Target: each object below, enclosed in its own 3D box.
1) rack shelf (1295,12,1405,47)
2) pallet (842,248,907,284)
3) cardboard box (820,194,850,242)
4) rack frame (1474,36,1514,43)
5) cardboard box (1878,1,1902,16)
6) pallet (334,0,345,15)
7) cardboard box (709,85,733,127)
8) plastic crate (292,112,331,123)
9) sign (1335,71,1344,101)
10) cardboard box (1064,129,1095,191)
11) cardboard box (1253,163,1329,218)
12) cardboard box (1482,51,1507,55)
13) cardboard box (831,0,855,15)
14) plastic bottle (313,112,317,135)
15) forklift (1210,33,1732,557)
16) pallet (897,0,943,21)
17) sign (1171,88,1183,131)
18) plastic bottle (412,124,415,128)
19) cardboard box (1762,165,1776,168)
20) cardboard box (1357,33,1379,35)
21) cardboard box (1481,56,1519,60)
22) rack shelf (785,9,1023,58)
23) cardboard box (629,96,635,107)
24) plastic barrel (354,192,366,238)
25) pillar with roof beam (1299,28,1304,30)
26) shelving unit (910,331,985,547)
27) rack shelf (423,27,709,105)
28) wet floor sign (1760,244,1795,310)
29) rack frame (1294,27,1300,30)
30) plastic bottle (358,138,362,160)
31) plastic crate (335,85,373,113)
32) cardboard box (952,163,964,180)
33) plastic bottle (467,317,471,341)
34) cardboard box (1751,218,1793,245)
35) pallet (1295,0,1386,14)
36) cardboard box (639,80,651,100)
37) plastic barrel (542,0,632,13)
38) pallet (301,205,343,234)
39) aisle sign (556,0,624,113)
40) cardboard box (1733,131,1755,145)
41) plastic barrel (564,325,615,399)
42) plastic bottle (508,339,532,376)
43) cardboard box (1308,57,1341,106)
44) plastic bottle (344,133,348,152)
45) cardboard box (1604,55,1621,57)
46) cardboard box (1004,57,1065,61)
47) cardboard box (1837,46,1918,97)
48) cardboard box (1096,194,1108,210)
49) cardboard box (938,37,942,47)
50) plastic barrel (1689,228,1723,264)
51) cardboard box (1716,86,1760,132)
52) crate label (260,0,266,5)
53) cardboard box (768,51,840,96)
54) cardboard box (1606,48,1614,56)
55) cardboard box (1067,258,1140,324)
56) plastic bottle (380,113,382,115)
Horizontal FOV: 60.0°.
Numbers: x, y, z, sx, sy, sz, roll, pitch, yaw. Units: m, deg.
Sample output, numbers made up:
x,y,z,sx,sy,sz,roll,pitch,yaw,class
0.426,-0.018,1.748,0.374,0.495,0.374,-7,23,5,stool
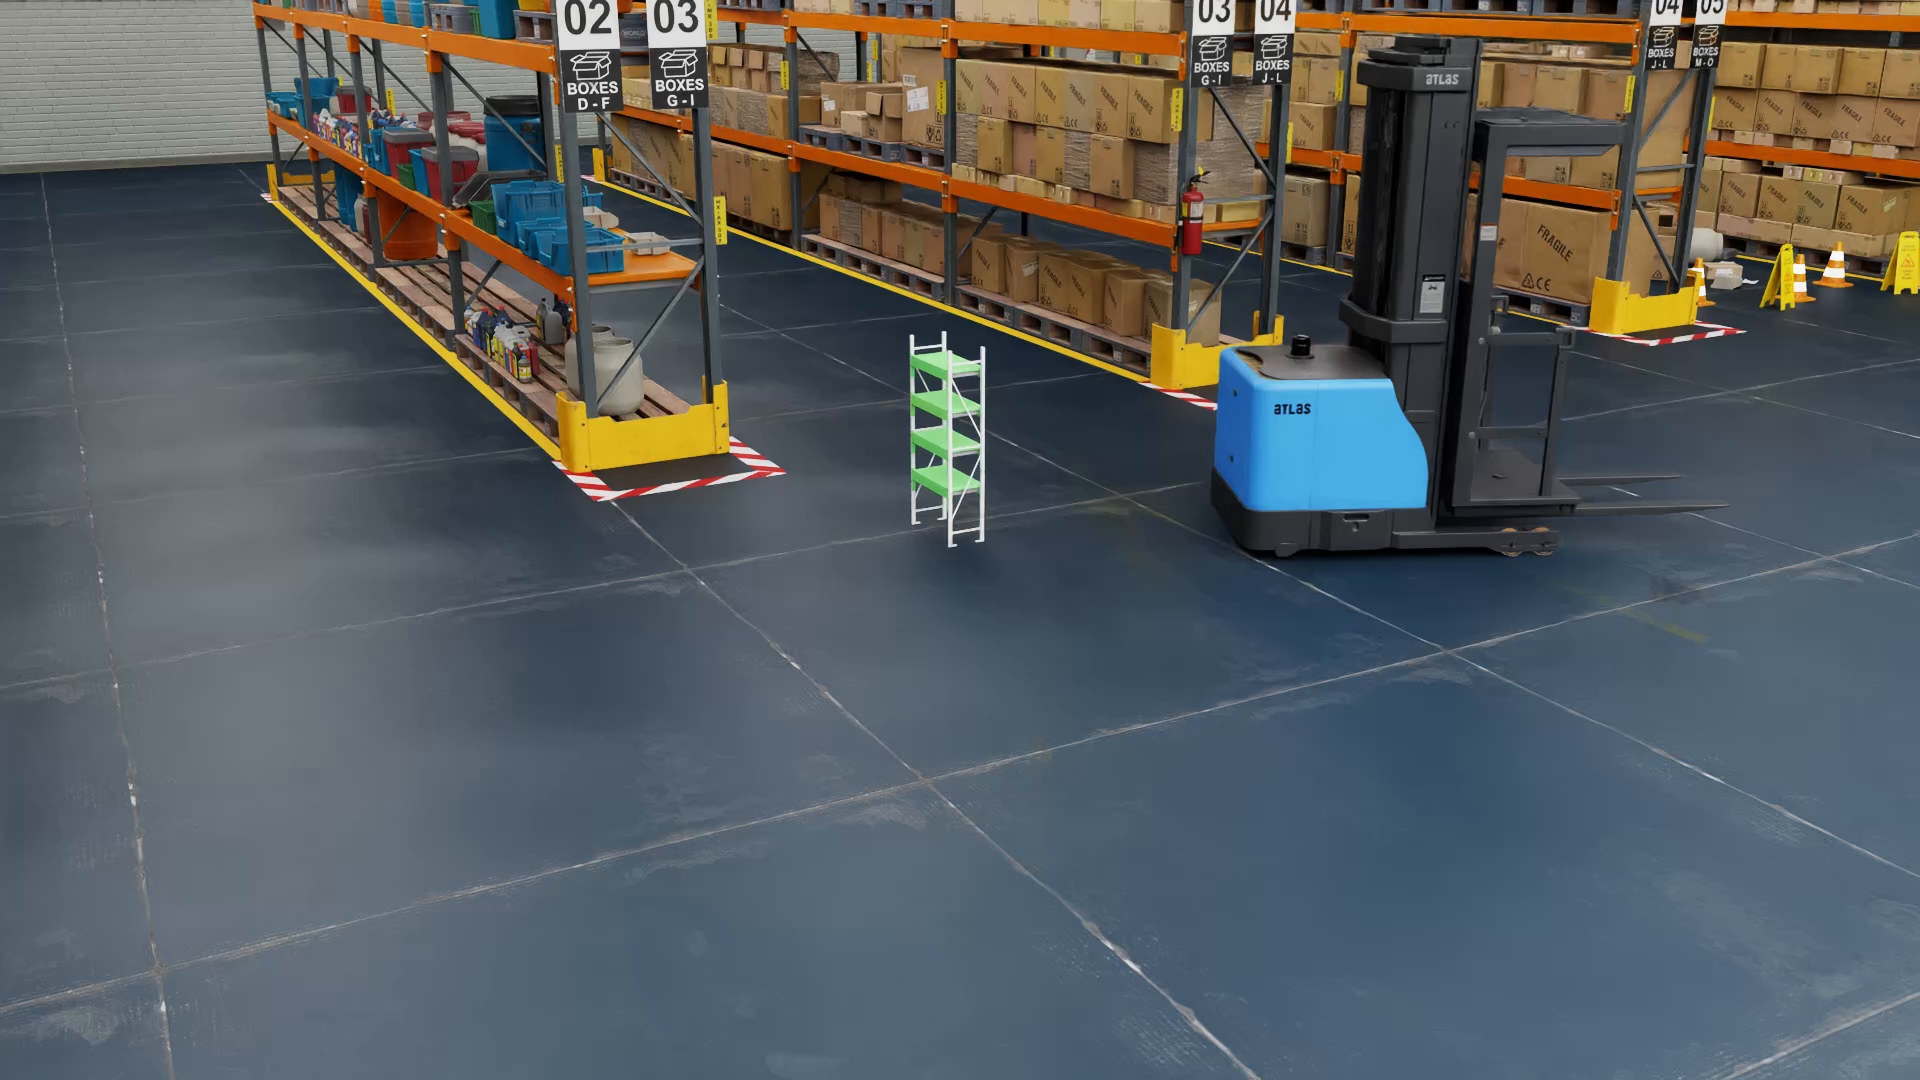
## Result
x,y,z,sx,sy,sz,roll,pitch,yaw,class
3.768,-6.305,20.308,1.077,0.370,4.000,-10,21,-27,rack shelf
-0.650,-3.169,18.992,1.003,0.211,1.213,-10,21,-27,pallet
-1.259,-3.899,19.989,0.700,0.500,0.500,-11,22,-30,cardboard box
9.594,-8.515,30.209,1.000,3.000,0.127,-10,21,-27,rack frame
10.267,-5.806,18.146,0.380,0.149,0.250,-9,21,-25,cardboard box
-6.231,-5.858,18.200,1.003,0.211,1.213,-10,21,-27,pallet
-3.019,-5.799,22.184,0.500,0.500,0.500,-11,22,-28,cardboard box
-8.621,-5.621,22.152,0.437,0.125,0.590,-10,21,-27,plastic crate
4.245,-5.076,18.589,0.100,0.325,0.005,-10,21,-27,sign
1.425,-3.390,14.749,0.875,0.500,0.500,-10,21,-27,cardboard box
3.889,-4.230,20.595,1.050,0.750,0.750,-10,21,-27,cardboard box
7.390,-6.670,23.608,0.500,0.500,0.500,-9,21,-24,cardboard box
-1.100,-5.941,18.381,0.500,0.250,0.500,-9,21,-26,cardboard box
-8.055,-5.216,20.829,0.061,0.283,0.133,-10,21,-27,plastic bottle
3.139,-1.459,9.865,3.031,2.935,1.130,-1,19,-4,forklift
0.105,-5.436,16.977,1.213,0.211,1.003,-10,21,-27,pallet
1.706,-3.382,13.073,0.100,0.325,0.005,-10,21,-27,sign
-6.345,-4.711,19.382,0.097,0.271,0.097,0,19,0,plastic bottle
9.786,-4.428,20.786,0.500,0.500,0.500,-10,21,-26,cardboard box
6.395,-7.733,26.258,0.500,0.500,0.500,-10,21,-26,cardboard box
5.361,-4.807,17.577,0.875,0.550,0.550,-10,21,-27,cardboard box
-0.645,-5.565,18.166,1.077,0.370,4.000,-10,21,-27,rack shelf
-4.784,-6.645,25.176,0.380,0.149,0.250,-11,22,-28,cardboard box
-7.084,-3.927,20.084,0.421,0.512,0.421,0,19,0,plastic barrel
3.418,-12.746,33.273,9.100,9.000,0.400,-10,21,-27,pillar with roof beam
-0.079,-0.615,10.073,0.258,1.200,0.503,-10,21,-27,shelving unit
-3.105,-3.650,12.615,1.077,0.370,4.000,-10,21,-27,rack shelf
8.373,-2.690,16.937,0.267,0.644,0.232,-14,24,-36,wet floor sign
5.227,-7.745,27.978,1.000,3.000,0.127,-10,21,-27,rack frame
-6.521,-4.289,18.142,0.061,0.283,0.133,-10,21,-27,plastic bottle
-8.056,-5.797,22.141,0.402,0.464,0.583,-10,21,-27,plastic crate
0.142,-3.686,16.601,0.380,0.149,0.250,-10,21,-27,cardboard box
-4.241,-1.843,14.489,0.097,0.201,0.097,0,19,0,plastic bottle
9.812,-3.689,19.794,0.500,0.250,0.500,-11,22,-29,cardboard box
4.239,-6.236,19.299,0.805,0.209,1.217,-11,22,-29,pallet
-4.425,-6.660,24.609,0.500,0.250,0.500,-10,21,-26,cardboard box
-2.497,-3.937,11.042,0.600,0.830,0.708,-10,21,-27,plastic barrel
-8.237,-4.330,22.355,1.003,0.211,1.213,-10,21,-27,pallet
-2.382,-3.160,10.706,0.394,0.787,0.004,-10,21,-27,aisle sign
9.492,-4.821,19.889,0.380,0.149,0.250,-10,21,-26,cardboard box
-2.773,-1.341,12.590,0.421,0.512,0.421,0,19,0,plastic barrel
-3.508,-1.454,13.249,0.152,0.276,0.135,-10,21,-26,plastic bottle
4.477,-5.314,19.247,0.700,0.500,0.500,-10,22,-28,cardboard box
-6.993,-4.548,19.019,0.097,0.201,0.097,0,19,0,plastic bottle
8.595,-6.302,22.542,0.500,0.500,0.500,-10,21,-27,cardboard box
0.760,-4.487,16.395,0.500,0.500,0.500,-10,21,-27,cardboard box
10.257,-5.220,18.518,0.700,0.500,0.500,-10,21,-26,cardboard box
1.417,-2.984,14.566,0.380,0.149,0.250,-10,21,-27,cardboard box
-0.023,-7.999,26.573,0.500,0.500,0.500,-9,21,-25,cardboard box
8.612,-3.441,19.454,0.512,0.421,0.421,4,19,11,plastic barrel
9.475,-5.180,19.936,0.500,0.500,0.500,-10,21,-27,cardboard box
-9.599,-7.624,23.256,0.408,0.251,0.502,-10,21,-27,crate label
-1.928,-5.796,20.637,0.797,0.503,0.637,-9,21,-25,cardboard box
10.555,-8.054,28.071,0.797,0.503,0.637,-11,22,-28,cardboard box
1.328,-2.313,15.424,0.500,0.500,0.500,-8,21,-22,cardboard box
-7.208,-5.216,20.840,0.152,0.276,0.135,-10,21,-27,plastic bottle
